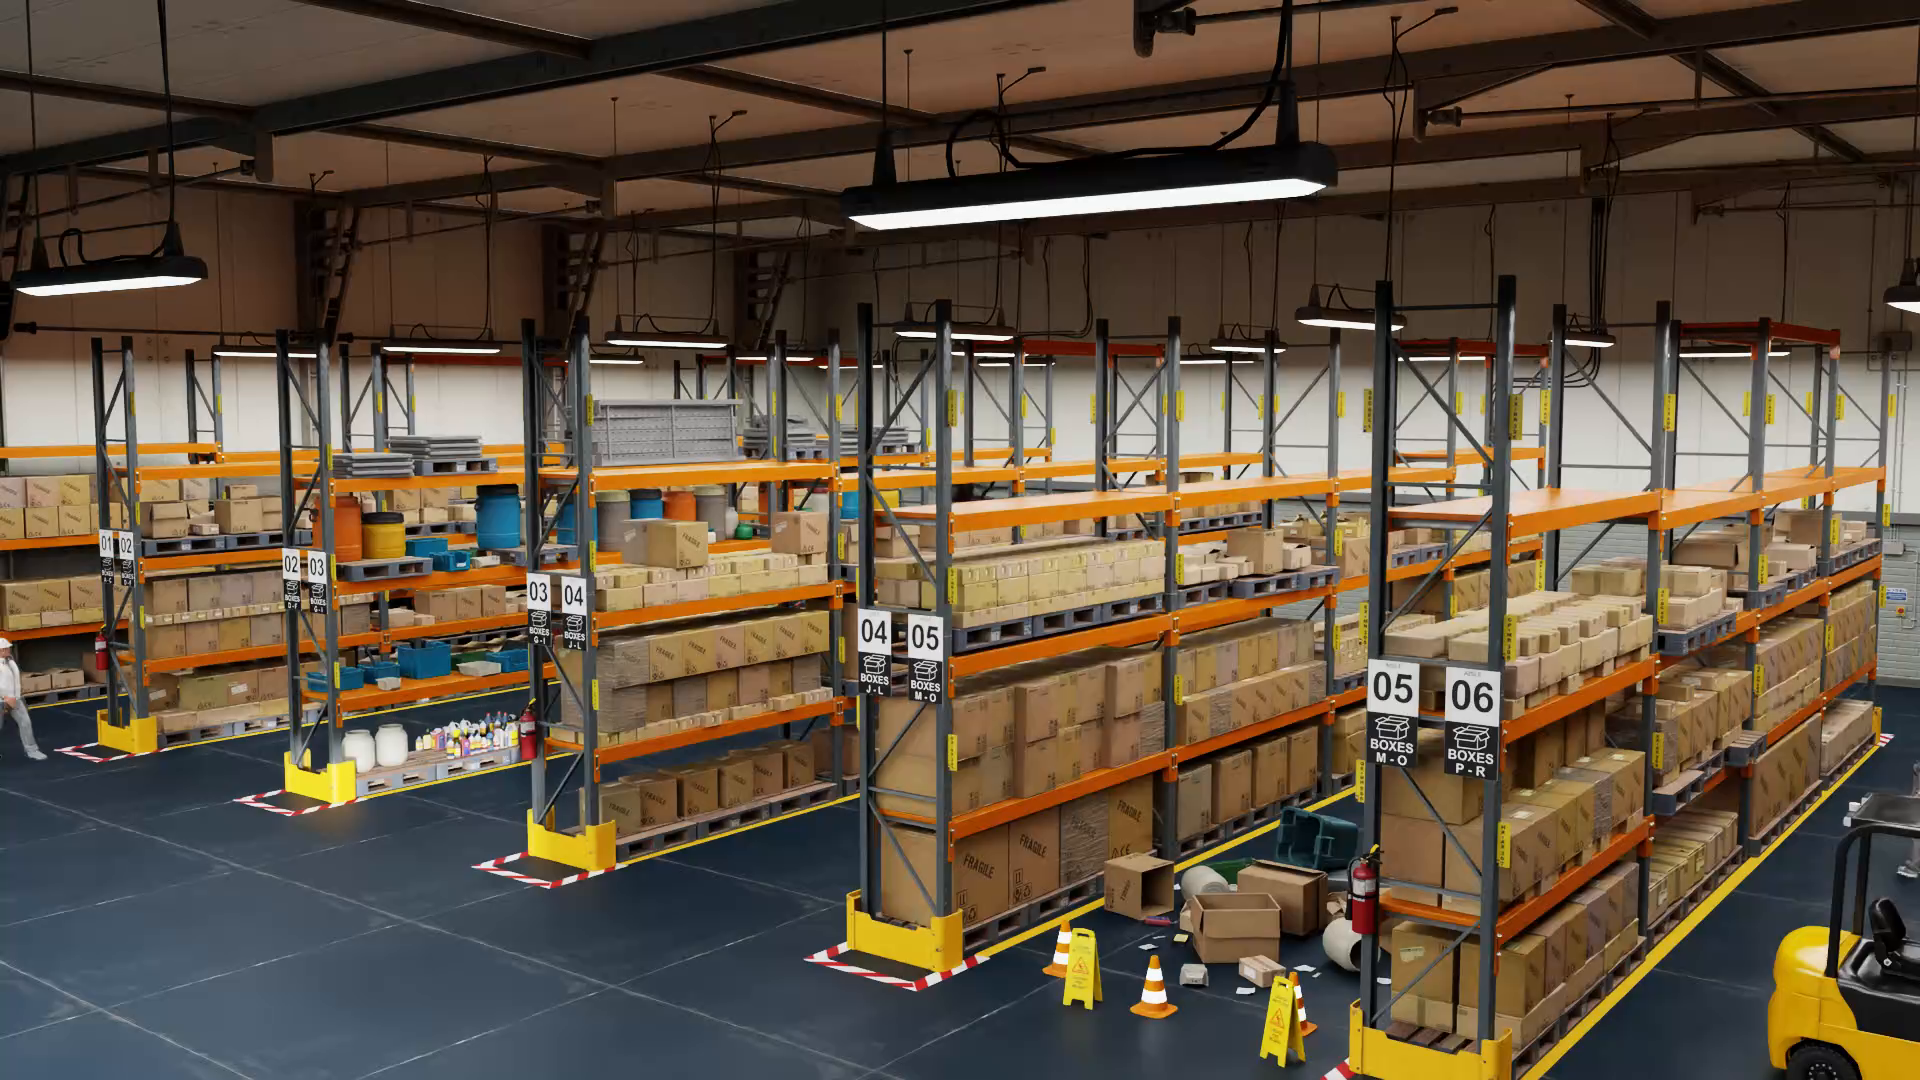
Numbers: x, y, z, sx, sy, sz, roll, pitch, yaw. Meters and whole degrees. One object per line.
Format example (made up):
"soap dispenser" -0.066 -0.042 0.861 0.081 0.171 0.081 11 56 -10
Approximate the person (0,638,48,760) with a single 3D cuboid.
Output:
"person" -13.383 2.238 23.371 0.922 1.740 0.539 2 5 17

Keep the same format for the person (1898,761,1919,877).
"person" 10.390 2.825 17.871 0.474 1.604 0.358 -2 5 -18

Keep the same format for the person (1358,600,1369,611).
"person" 6.939 1.852 28.703 0.522 1.618 1.041 4 6 37
